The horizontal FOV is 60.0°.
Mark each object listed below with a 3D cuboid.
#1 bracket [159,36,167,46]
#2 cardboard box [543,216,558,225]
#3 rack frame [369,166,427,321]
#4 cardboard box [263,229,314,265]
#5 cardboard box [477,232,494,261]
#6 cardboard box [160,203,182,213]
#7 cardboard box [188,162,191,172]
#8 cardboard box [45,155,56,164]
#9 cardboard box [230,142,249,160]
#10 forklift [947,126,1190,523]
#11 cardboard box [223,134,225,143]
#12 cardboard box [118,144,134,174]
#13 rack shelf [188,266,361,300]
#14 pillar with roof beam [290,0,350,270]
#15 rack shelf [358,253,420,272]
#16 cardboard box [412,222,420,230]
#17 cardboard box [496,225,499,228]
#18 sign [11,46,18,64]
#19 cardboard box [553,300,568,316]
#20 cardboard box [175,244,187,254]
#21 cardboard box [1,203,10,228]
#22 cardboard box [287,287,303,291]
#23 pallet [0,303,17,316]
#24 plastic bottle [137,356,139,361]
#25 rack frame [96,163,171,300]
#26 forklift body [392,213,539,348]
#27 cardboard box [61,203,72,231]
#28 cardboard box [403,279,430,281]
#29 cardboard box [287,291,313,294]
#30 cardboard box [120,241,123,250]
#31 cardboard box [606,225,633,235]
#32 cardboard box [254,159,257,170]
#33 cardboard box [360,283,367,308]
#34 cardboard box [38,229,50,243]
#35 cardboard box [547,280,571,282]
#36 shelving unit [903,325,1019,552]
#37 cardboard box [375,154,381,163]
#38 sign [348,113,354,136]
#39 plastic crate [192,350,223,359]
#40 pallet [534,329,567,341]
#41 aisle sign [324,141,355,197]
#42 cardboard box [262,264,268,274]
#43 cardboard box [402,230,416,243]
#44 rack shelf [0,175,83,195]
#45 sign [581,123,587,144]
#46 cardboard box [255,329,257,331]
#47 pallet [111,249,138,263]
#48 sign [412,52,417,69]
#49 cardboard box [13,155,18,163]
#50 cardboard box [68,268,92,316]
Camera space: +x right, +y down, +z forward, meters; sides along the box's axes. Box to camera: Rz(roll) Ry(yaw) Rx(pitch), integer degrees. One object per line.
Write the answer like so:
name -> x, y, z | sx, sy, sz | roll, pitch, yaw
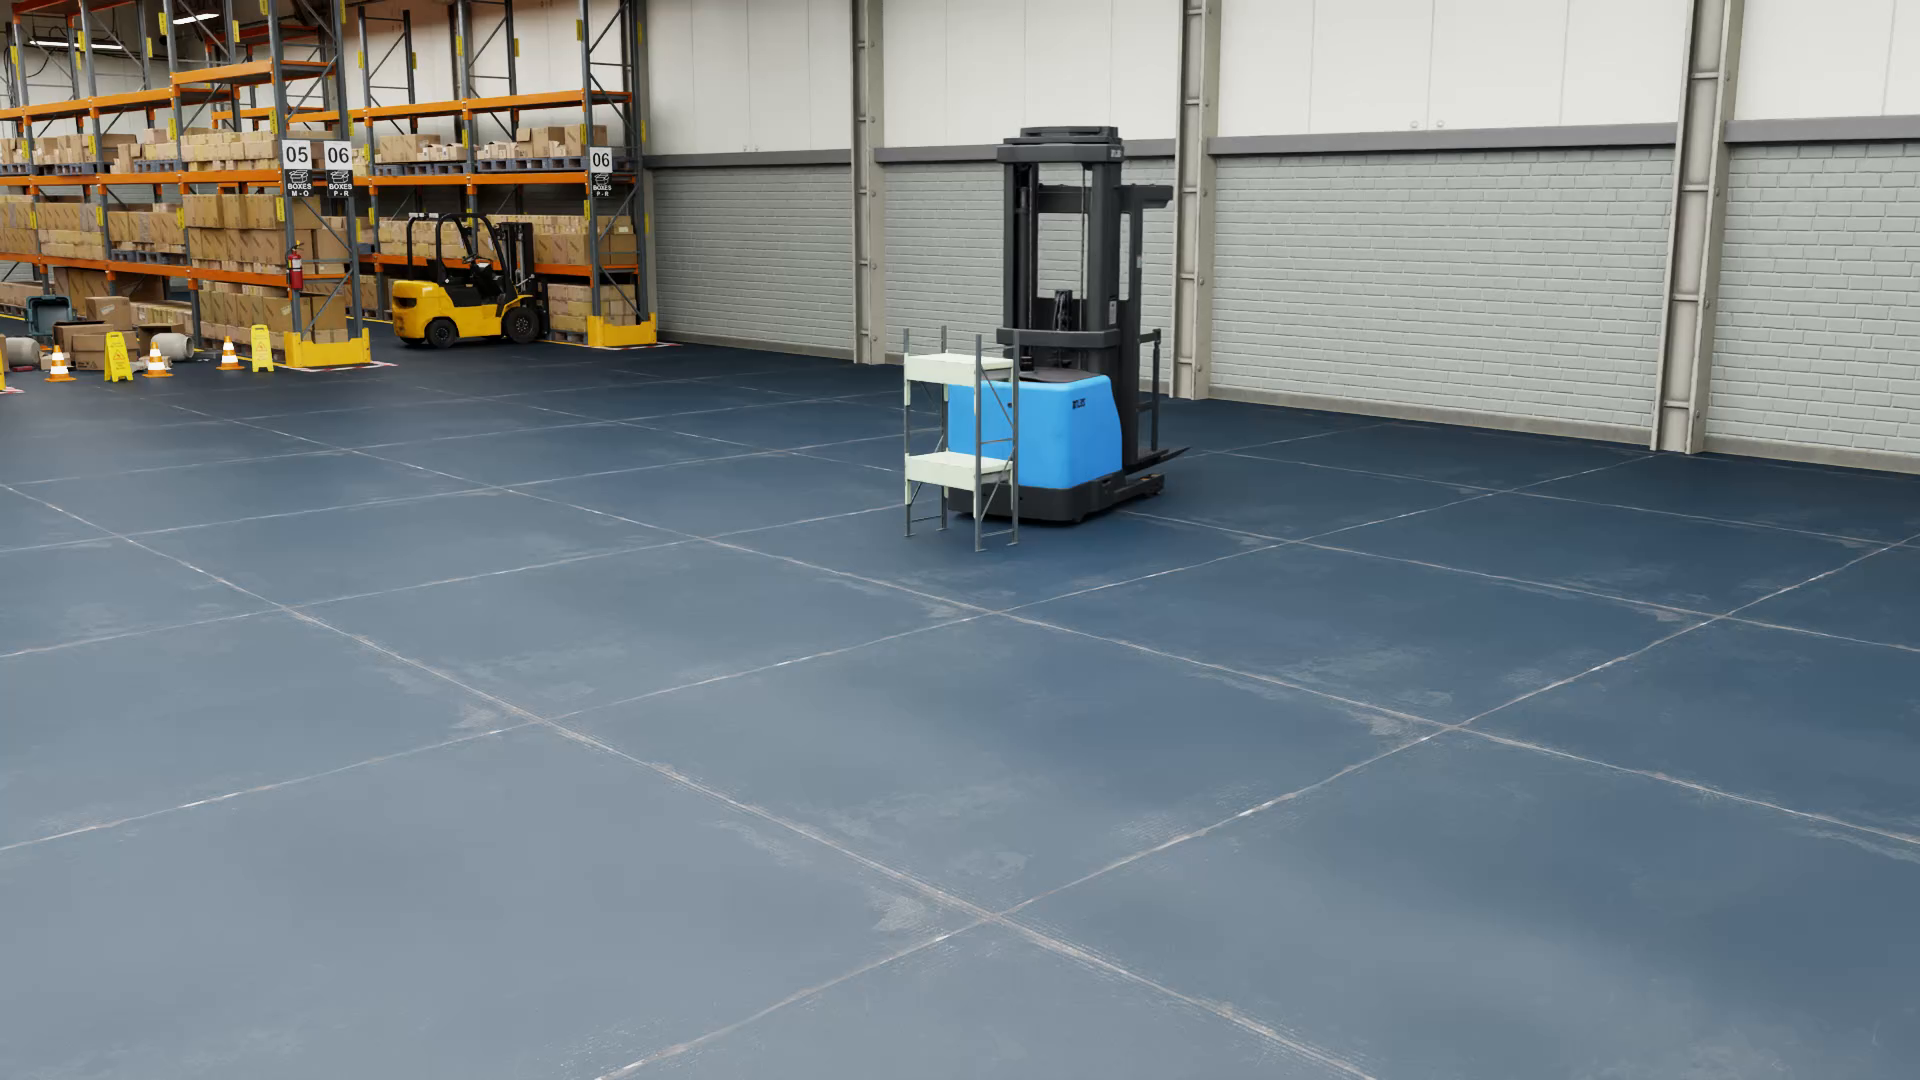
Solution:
bracket -> -20.086, -12.651, 42.097 | 0.235, 0.232, 0.430 | -11, 16, -43
cardboard box -> -6.817, -5.410, 28.142 | 0.380, 0.149, 0.250 | -10, 16, -41
rack frame -> -11.171, -5.906, 33.146 | 1.000, 3.000, 0.127 | -11, 16, -43
cardboard box -> -9.808, -4.282, 24.278 | 0.500, 0.500, 0.500 | -11, 16, -44
cardboard box -> -8.291, -5.271, 29.812 | 0.500, 0.500, 0.500 | 11, 16, 44
cardboard box -> -12.964, -5.483, 27.459 | 0.250, 0.149, 0.380 | 11, 16, 43
cardboard box -> -11.958, -5.896, 26.285 | 0.380, 0.149, 0.250 | -11, 16, -43
cardboard box -> -16.900, -7.125, 31.165 | 0.250, 0.166, 0.380 | 10, 16, 41
cardboard box -> -10.490, -5.774, 24.704 | 0.500, 0.250, 0.500 | -10, 16, -41
forklift -> 1.037, -1.815, 13.457 | 1.130, 2.935, 3.031 | 6, 13, 28
cardboard box -> -10.881, -6.060, 25.106 | 0.380, 0.149, 0.250 | -10, 16, -41
cardboard box -> -14.111, -6.593, 28.796 | 0.700, 0.500, 0.500 | -11, 16, -43
rack shelf -> -10.615, -3.986, 25.609 | 1.077, 0.370, 4.000 | -11, 16, -43
pillar with roof beam -> -16.876, -9.056, 33.566 | 9.100, 9.000, 0.548 | -11, 16, -43
rack shelf -> -12.552, -5.846, 34.636 | 1.077, 0.370, 4.000 | -11, 16, -43
cardboard box -> -10.265, -5.999, 31.739 | 0.380, 0.149, 0.250 | -10, 16, -41
cardboard box -> -7.999, -5.534, 29.486 | 0.380, 0.149, 0.250 | -11, 16, -43
sign -> -17.939, -9.198, 31.546 | 0.100, 0.325, 0.005 | -11, 16, -43
cardboard box -> -6.547, -3.945, 28.160 | 0.500, 0.250, 0.500 | -11, 16, -43
cardboard box -> -12.551, -4.750, 27.114 | 0.380, 0.149, 0.250 | -11, 16, -42
cardboard box -> -19.089, -6.590, 33.736 | 0.500, 0.500, 0.500 | -11, 16, -42
cardboard box -> -15.063, -5.671, 37.159 | 0.500, 0.500, 0.700 | 11, 16, 43
pallet -> -19.674, -4.910, 35.221 | 1.003, 0.211, 1.213 | -11, 16, -43
plastic bottle -> -12.461, -2.742, 25.067 | 0.133, 0.061, 0.283 | -8, 14, -33
rack frame -> -14.758, -5.214, 29.787 | 1.000, 3.000, 0.127 | -11, 16, -43
forklift body -> -8.275, -4.346, 27.674 | 2.313, 2.155, 1.214 | -11, 16, -43
cardboard box -> -16.347, -6.014, 30.942 | 0.500, 0.500, 0.500 | -11, 16, -43
cardboard box -> -10.293, -4.762, 32.435 | 0.875, 0.625, 0.625 | -10, 15, -41
cardboard box -> -10.312, -3.583, 25.782 | 0.500, 0.500, 0.500 | -10, 16, -41
cardboard box -> -14.498, -5.178, 29.191 | 0.250, 0.149, 0.380 | 11, 16, 42
cardboard box -> -5.693, -5.191, 27.820 | 0.250, 0.149, 0.380 | 11, 16, 44
cardboard box -> -10.164, -5.527, 24.496 | 0.380, 0.149, 0.250 | -11, 16, -42
cardboard box -> -11.957, -4.994, 33.872 | 0.500, 0.500, 0.500 | -11, 16, -43
cardboard box -> -17.421, -5.866, 32.082 | 0.500, 0.250, 0.500 | 11, 16, 44
cardboard box -> -7.229, -4.479, 29.513 | 0.500, 0.250, 0.500 | -11, 16, -42
shelving unit -> 0.005, -0.734, 11.755 | 0.431, 1.500, 0.755 | -11, 16, -43
cardboard box -> -11.150, -7.423, 32.362 | 0.380, 0.166, 0.250 | -11, 16, -43
sign -> -8.841, -6.020, 24.096 | 0.100, 0.325, 0.005 | -11, 16, -43
plastic crate -> -11.505, -2.857, 25.581 | 0.583, 0.080, 0.402 | 6, 13, 26
pallet -> -7.043, -3.657, 29.138 | 1.003, 0.211, 1.213 | -11, 16, -43
aisle sign -> -8.967, -5.354, 24.023 | 0.394, 0.787, 0.004 | -11, 16, -43
cardboard box -> -10.063, -4.010, 24.566 | 0.380, 0.149, 0.250 | -11, 16, -44
cardboard box -> -10.348, -5.827, 31.893 | 0.500, 0.250, 0.500 | 11, 16, 44
rack shelf -> -18.902, -7.207, 33.807 | 1.077, 0.370, 4.000 | -11, 16, -43
sign -> -6.048, -6.529, 26.738 | 0.100, 0.325, 0.005 | -11, 16, -43
cardboard box -> -10.339, -3.063, 25.118 | 0.500, 0.250, 0.500 | -11, 16, -42
pallet -> -14.189, -5.031, 29.373 | 1.213, 0.211, 1.003 | -11, 16, -43
sign -> -10.772, -9.458, 32.809 | 0.100, 0.325, 0.005 | -11, 16, -43
cardboard box -> -18.376, -7.486, 32.713 | 0.380, 0.149, 0.250 | -10, 16, -41
cardboard box -> -16.405, -4.753, 31.772 | 0.875, 0.875, 0.875 | -10, 15, -41
